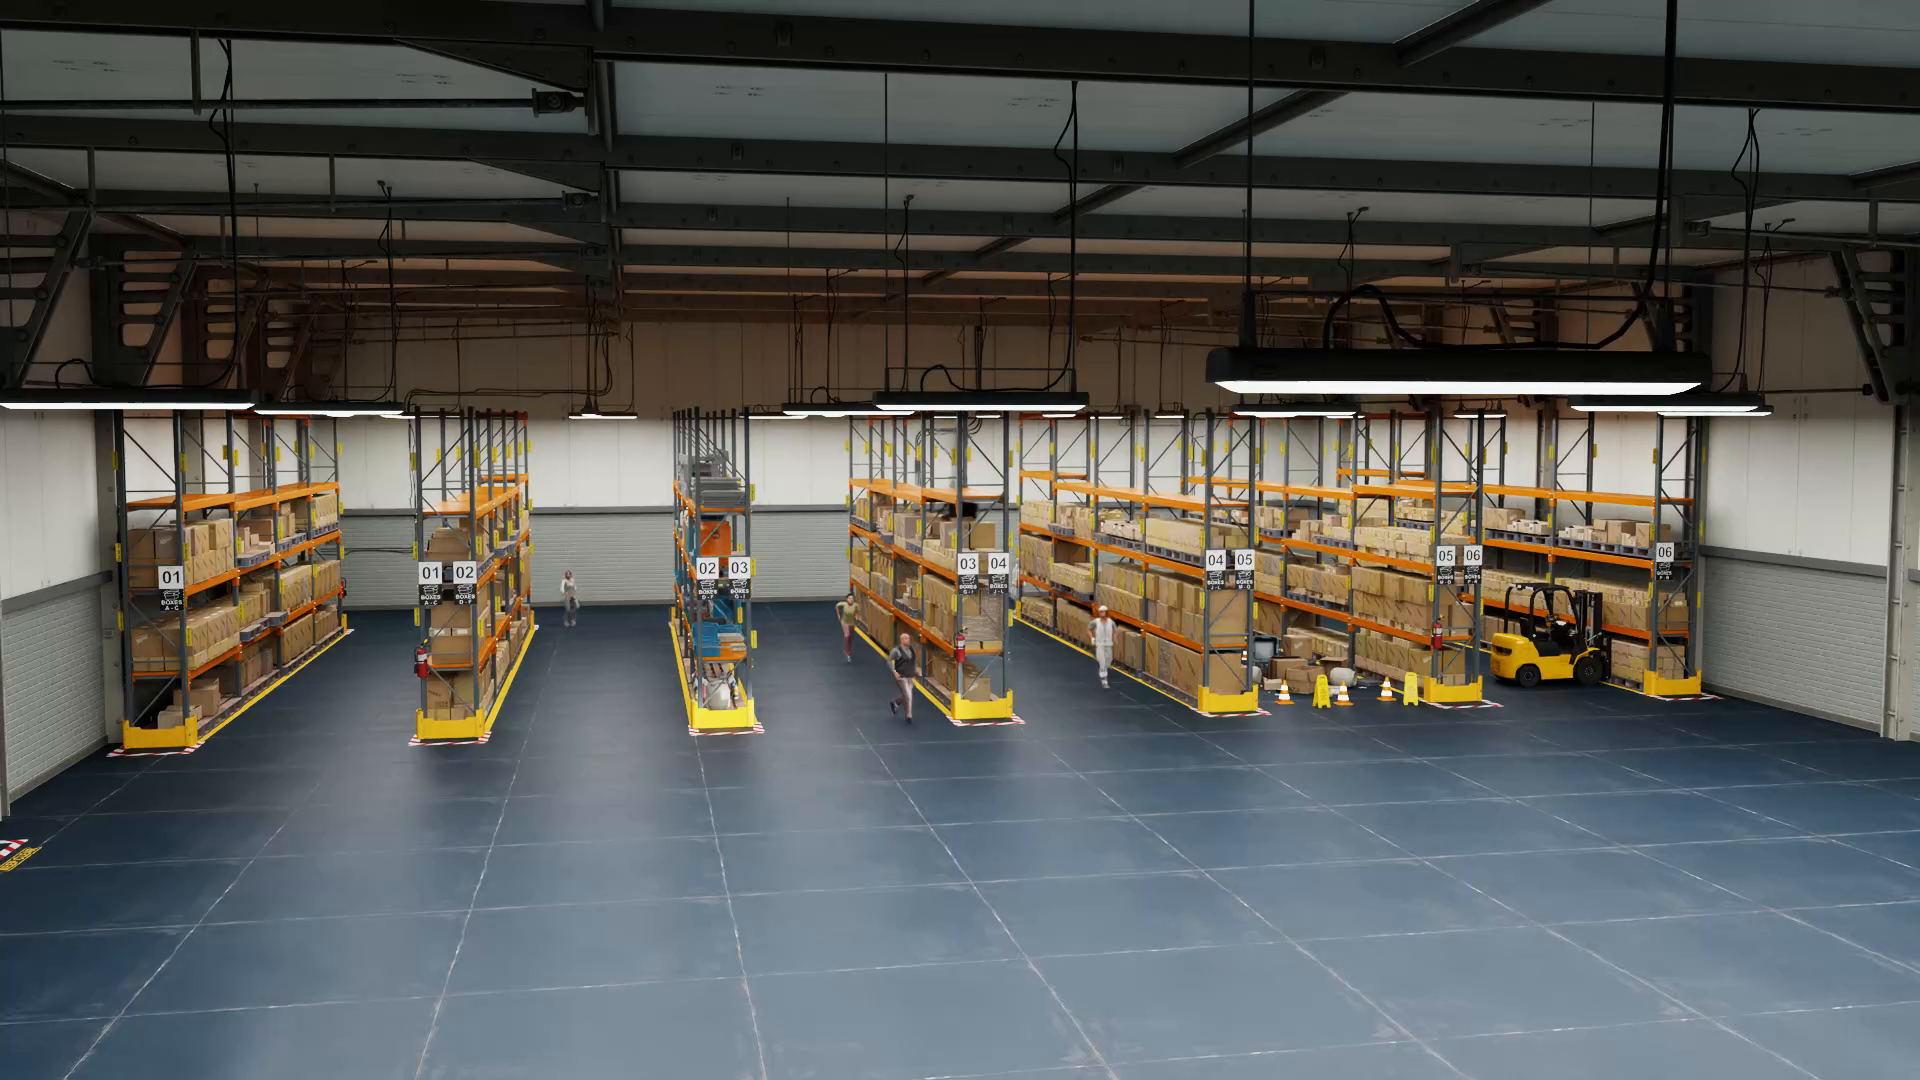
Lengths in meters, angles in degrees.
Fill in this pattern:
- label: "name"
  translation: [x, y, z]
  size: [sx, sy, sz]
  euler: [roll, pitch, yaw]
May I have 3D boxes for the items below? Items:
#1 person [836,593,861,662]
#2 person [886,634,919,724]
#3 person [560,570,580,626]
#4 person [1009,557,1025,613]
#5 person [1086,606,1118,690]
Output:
- label: "person"
  translation: [-2.705, 2.086, 40.100]
  size: [0.591, 1.667, 0.900]
  euler: [-1, 4, -14]
- label: "person"
  translation: [-1.111, 2.626, 31.778]
  size: [0.651, 1.705, 0.839]
  euler: [-4, 6, -44]
- label: "person"
  translation: [-10.898, 1.631, 46.431]
  size: [0.552, 1.575, 0.598]
  euler: [-4, 6, -42]
- label: "person"
  translation: [1.749, 1.331, 49.606]
  size: [0.562, 1.725, 0.689]
  euler: [-3, 5, -33]
- label: "person"
  translation: [3.076, 2.299, 35.907]
  size: [0.655, 1.774, 0.845]
  euler: [-1, 4, -10]
